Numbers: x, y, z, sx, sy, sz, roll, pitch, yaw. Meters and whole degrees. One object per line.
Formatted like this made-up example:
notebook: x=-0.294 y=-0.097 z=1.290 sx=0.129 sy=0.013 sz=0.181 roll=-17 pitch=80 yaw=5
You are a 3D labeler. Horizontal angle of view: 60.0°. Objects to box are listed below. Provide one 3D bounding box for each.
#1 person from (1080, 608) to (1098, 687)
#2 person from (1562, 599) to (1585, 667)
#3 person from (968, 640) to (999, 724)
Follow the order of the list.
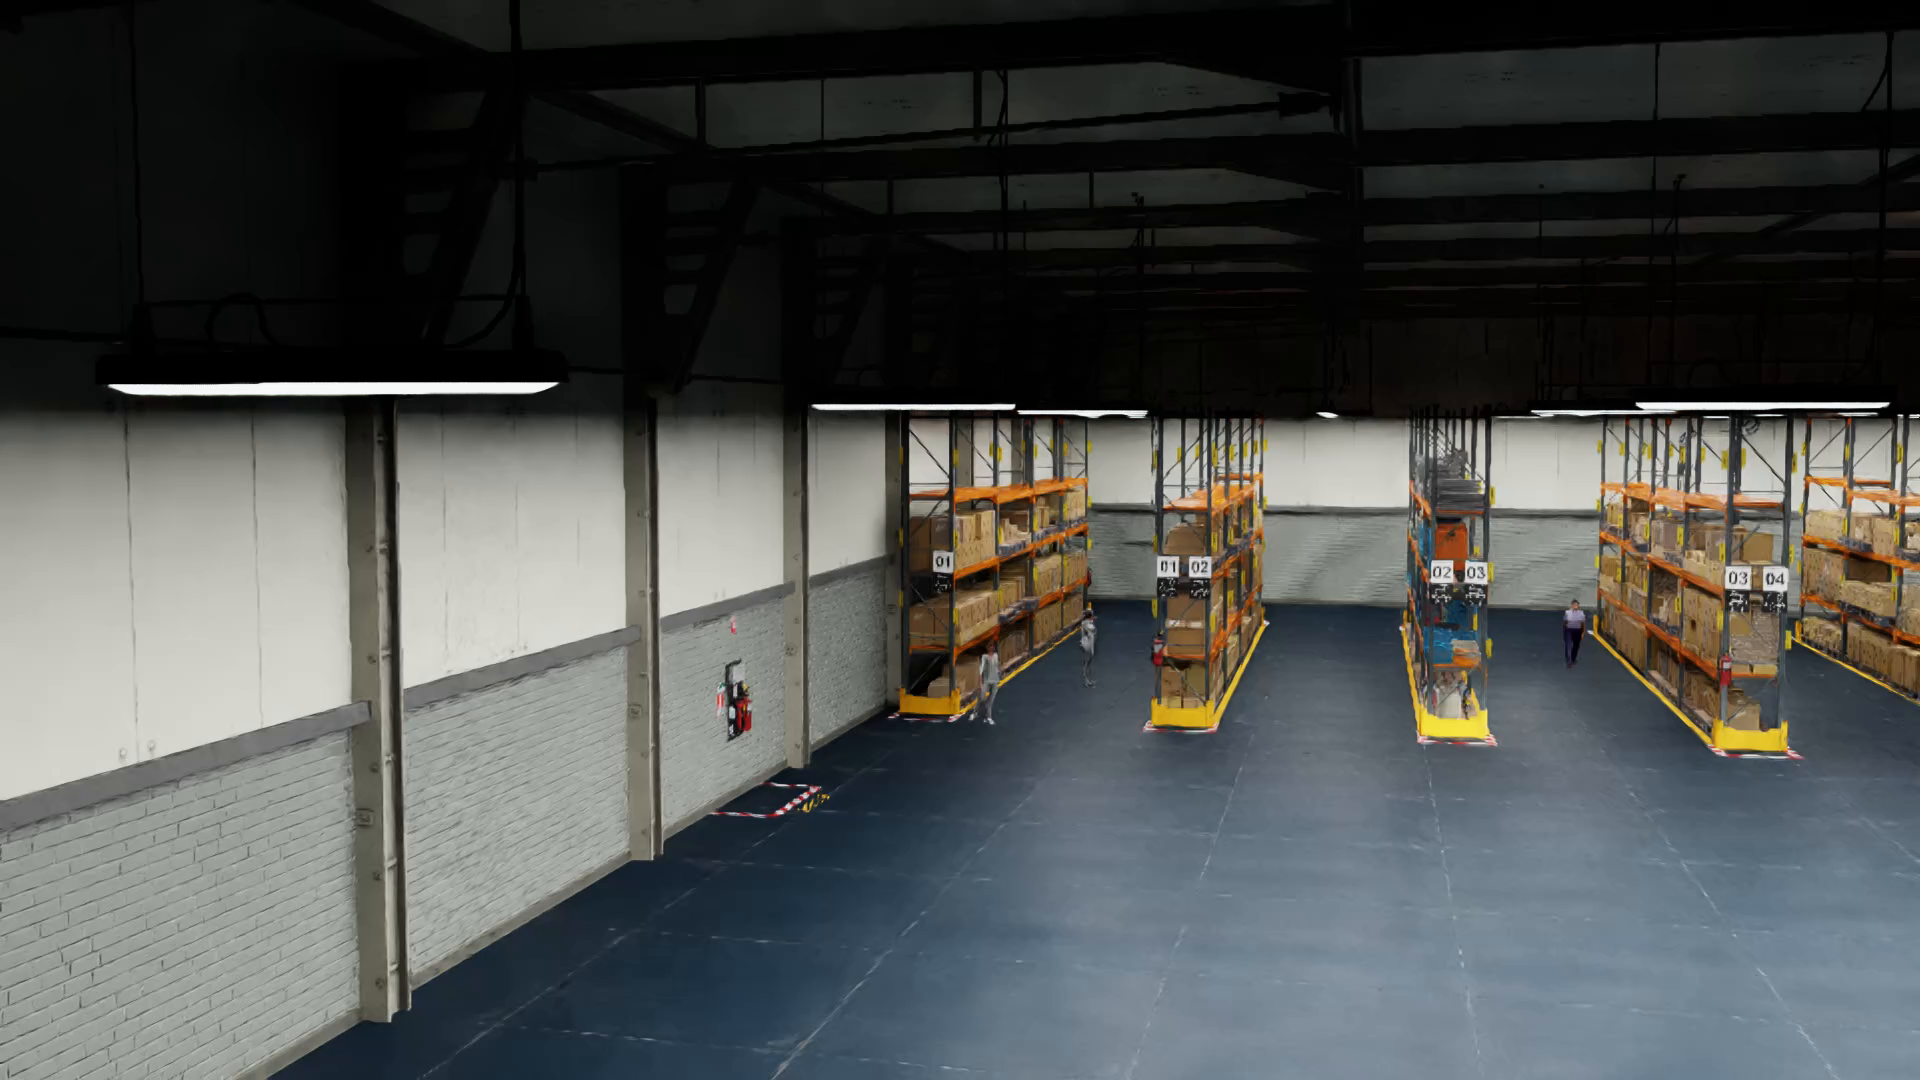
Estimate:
person: x=2.803 y=2.301 z=35.880 sx=0.416 sy=1.677 sz=0.537 roll=-1 pitch=4 yaw=-15
person: x=14.298 y=2.151 z=38.704 sx=0.478 sy=1.567 sz=1.093 roll=1 pitch=4 yaw=11
person: x=0.462 y=2.677 z=31.338 sx=0.572 sy=1.586 sz=0.462 roll=-2 pitch=5 yaw=-28
